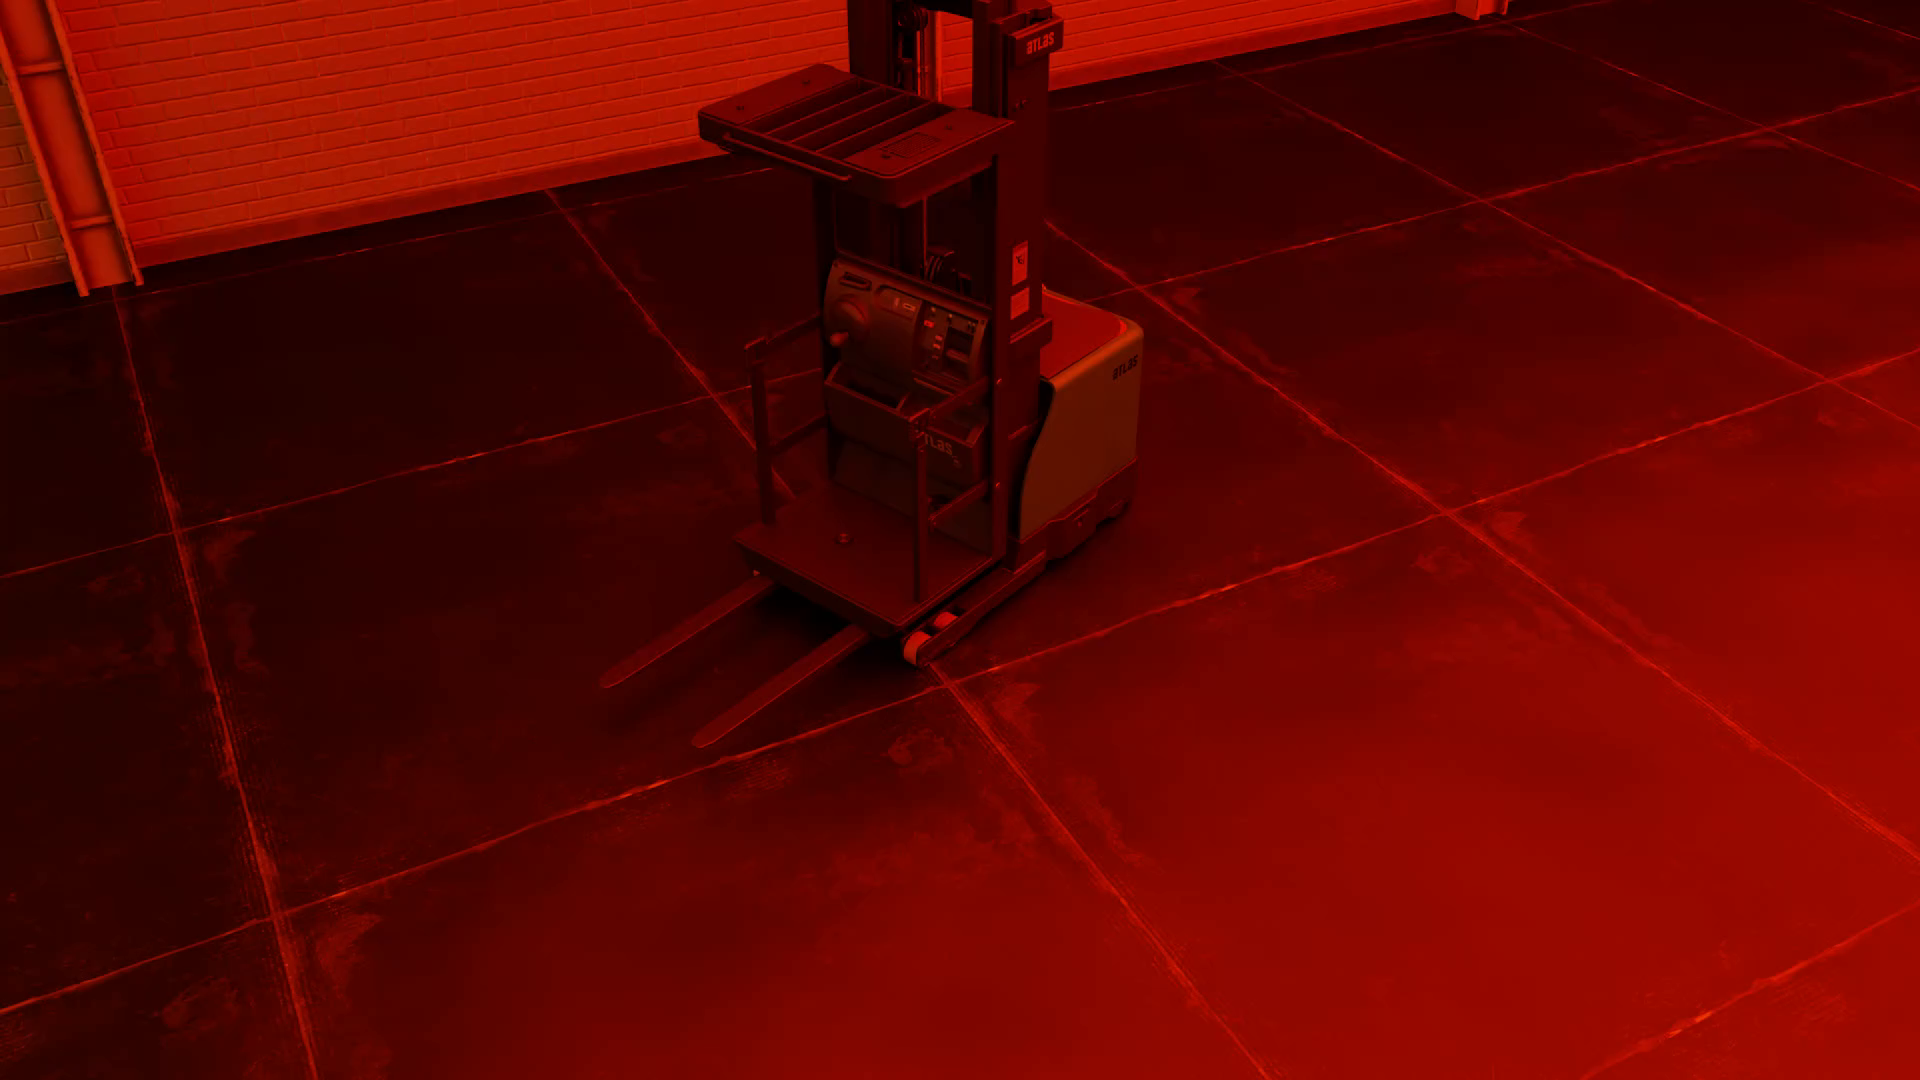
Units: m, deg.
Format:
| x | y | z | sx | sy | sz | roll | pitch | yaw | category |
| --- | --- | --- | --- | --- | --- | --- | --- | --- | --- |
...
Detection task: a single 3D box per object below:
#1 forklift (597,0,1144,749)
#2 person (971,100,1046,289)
| x | y | z | sx | sy | sz | roll | pitch | yaw | category |
| --- | --- | --- | --- | --- | --- | --- | --- | --- | --- |
| -0.390 | -0.927 | 7.434 | 1.130 | 2.935 | 3.031 | 26 | 43 | 31 | forklift |
| 0.312 | -2.393 | 10.650 | 0.467 | 1.598 | 0.518 | -3 | 35 | -4 | person |
